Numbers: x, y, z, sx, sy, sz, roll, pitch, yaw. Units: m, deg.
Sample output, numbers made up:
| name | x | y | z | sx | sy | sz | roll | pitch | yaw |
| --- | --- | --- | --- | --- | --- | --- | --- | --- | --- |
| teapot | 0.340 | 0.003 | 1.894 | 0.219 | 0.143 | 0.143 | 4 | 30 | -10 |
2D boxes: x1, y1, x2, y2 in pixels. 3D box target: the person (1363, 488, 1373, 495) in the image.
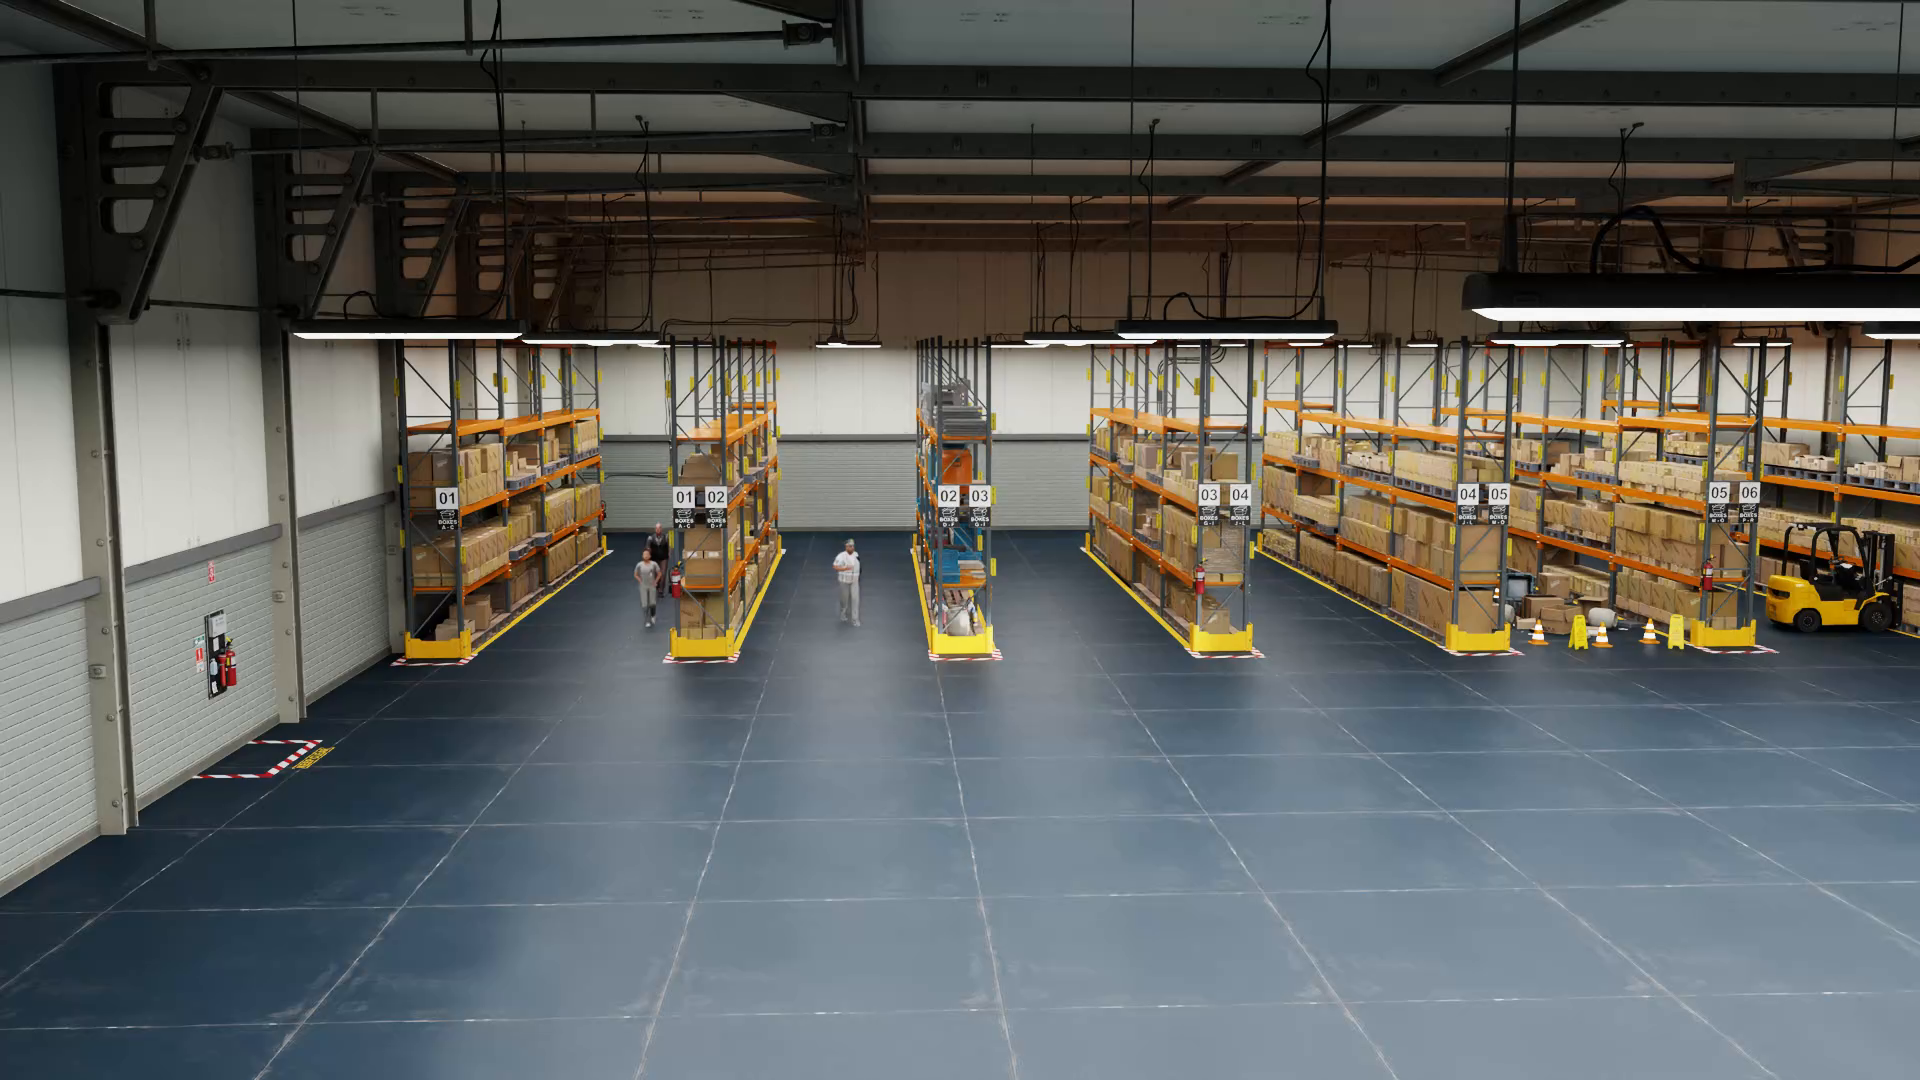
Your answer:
| name | x | y | z | sx | sy | sz | roll | pitch | yaw |
| --- | --- | --- | --- | --- | --- | --- | --- | --- | --- |
| person | 12.070 | -0.723 | 49.455 | 0.567 | 1.666 | 0.561 | 1 | 7 | 8 |

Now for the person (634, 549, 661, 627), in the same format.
| name | x | y | z | sx | sy | sz | roll | pitch | yaw |
| --- | --- | --- | --- | --- | --- | --- | --- | --- | --- |
| person | -6.470 | 1.000 | 34.451 | 0.557 | 1.623 | 0.566 | -1 | 7 | -8 |

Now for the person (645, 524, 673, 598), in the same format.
| name | x | y | z | sx | sy | sz | roll | pitch | yaw |
| --- | --- | --- | --- | --- | --- | --- | --- | --- | --- |
| person | -7.024 | 0.464 | 38.907 | 0.650 | 1.702 | 0.876 | -1 | 7 | -6 |

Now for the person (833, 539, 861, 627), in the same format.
| name | x | y | z | sx | sy | sz | roll | pitch | yaw |
| --- | --- | --- | --- | --- | --- | --- | --- | --- | --- |
| person | -2.368 | 0.884 | 34.914 | 0.635 | 1.829 | 0.883 | -3 | 7 | -25 |
